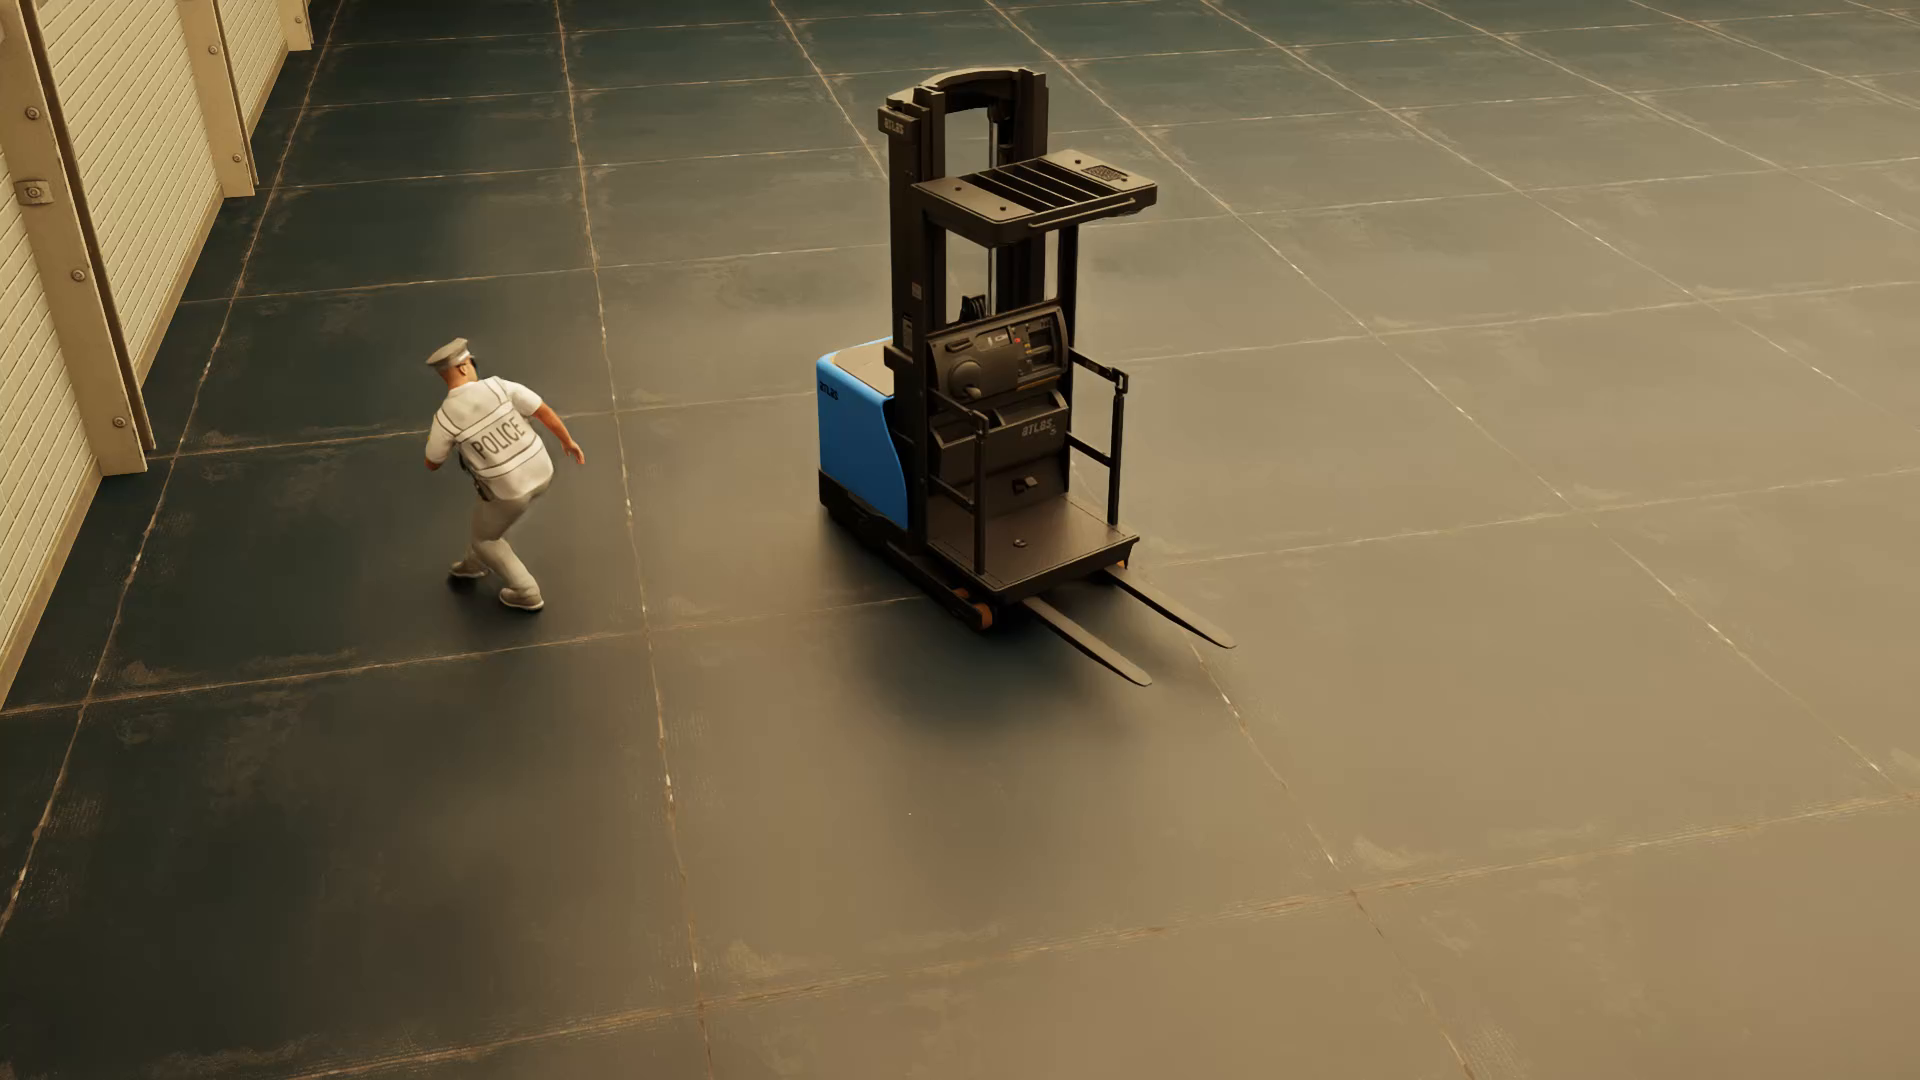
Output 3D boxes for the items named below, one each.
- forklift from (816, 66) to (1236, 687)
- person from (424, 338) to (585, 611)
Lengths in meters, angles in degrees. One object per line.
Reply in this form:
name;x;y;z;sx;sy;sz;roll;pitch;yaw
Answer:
forklift;0.355;-1.021;9.338;1.130;2.935;3.031;-20;35;-30
person;-2.713;-0.430;9.647;0.795;1.616;0.777;22;37;33
